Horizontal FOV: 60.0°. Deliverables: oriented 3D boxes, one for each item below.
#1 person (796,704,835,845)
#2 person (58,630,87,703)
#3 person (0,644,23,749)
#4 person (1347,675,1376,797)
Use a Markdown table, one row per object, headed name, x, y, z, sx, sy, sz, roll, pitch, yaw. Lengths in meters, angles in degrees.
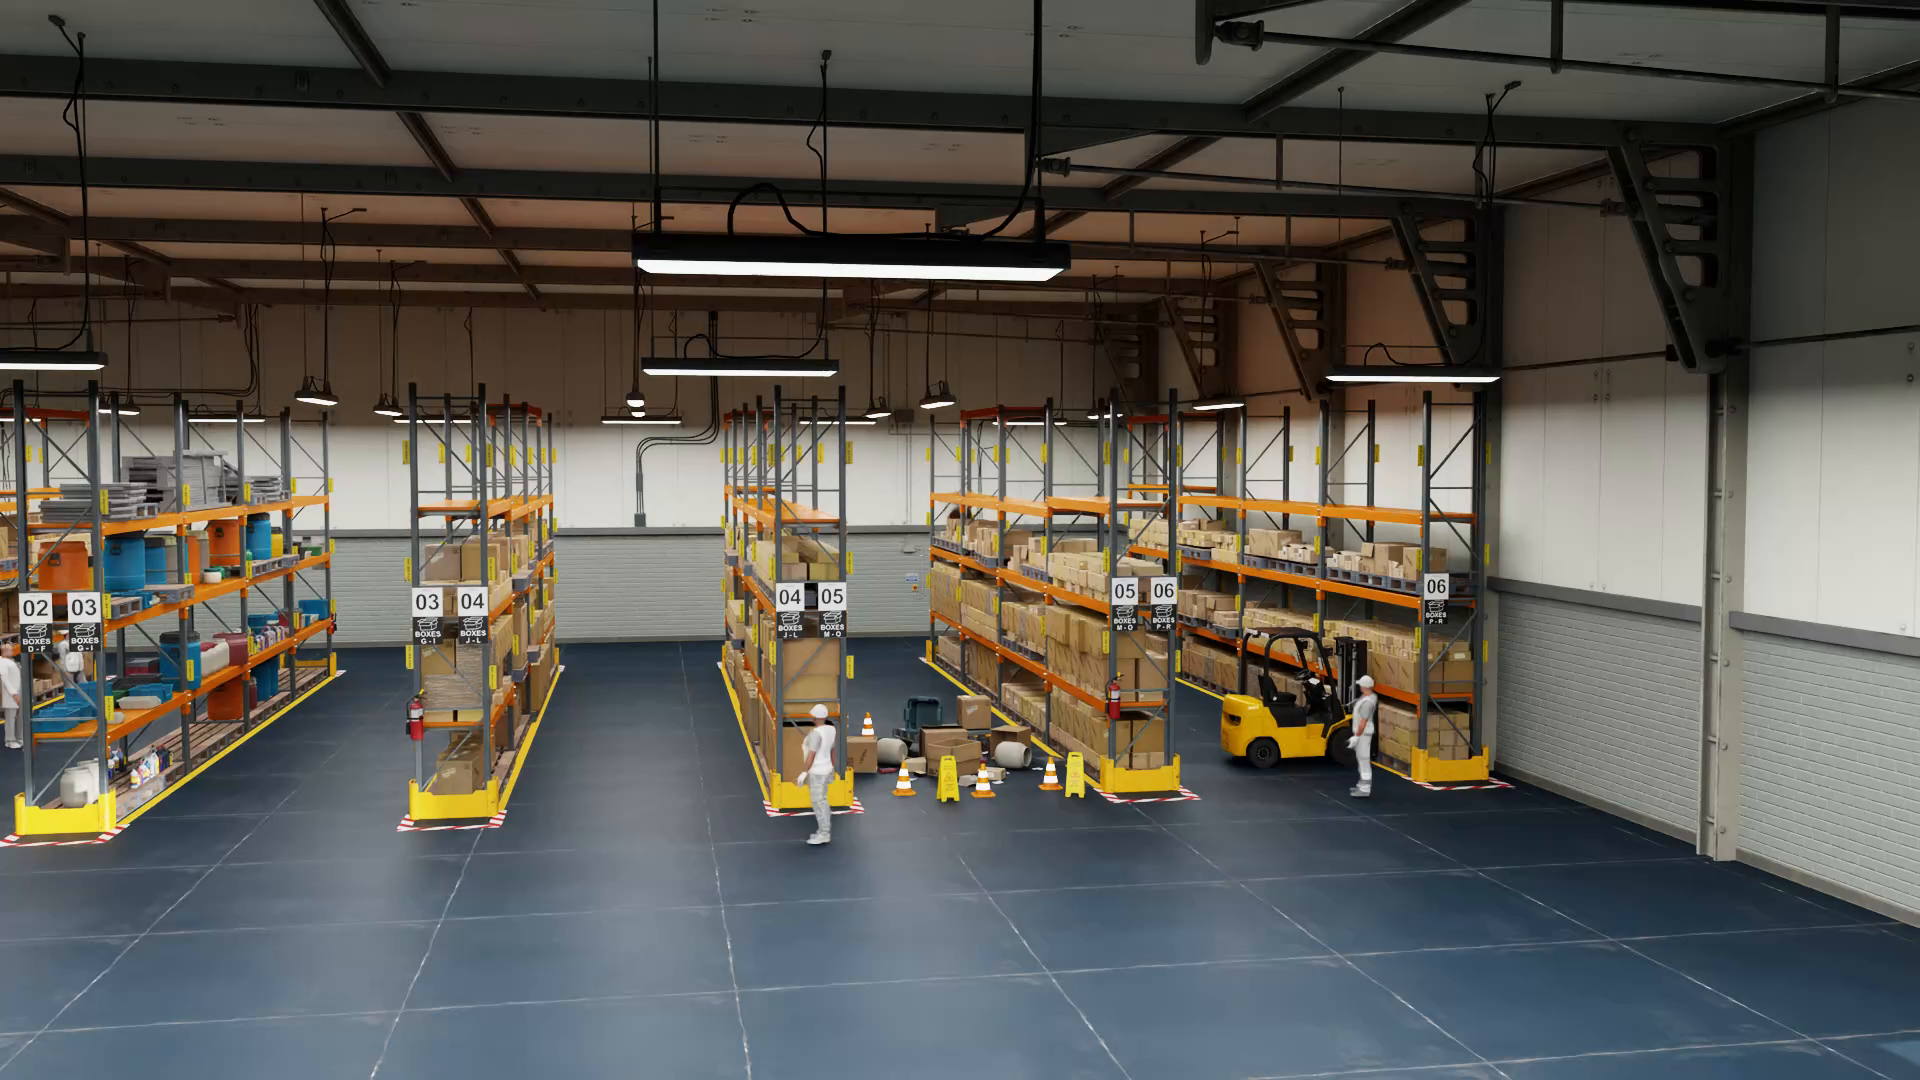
| name | x | y | z | sx | sy | sz | roll | pitch | yaw |
| --- | --- | --- | --- | --- | --- | --- | --- | --- | --- |
| person | -1.858 | 3.015 | 21.472 | 0.408 | 1.795 | 0.638 | 0 | 3 | 9 |
| person | -16.990 | 2.515 | 31.828 | 0.455 | 1.777 | 0.587 | 1 | 3 | 17 |
| person | -16.234 | 2.697 | 28.558 | 0.563 | 1.816 | 0.654 | 0 | 3 | 8 |
| person | 5.890 | 2.864 | 24.443 | 0.431 | 1.780 | 0.662 | 0 | 3 | 8 |
